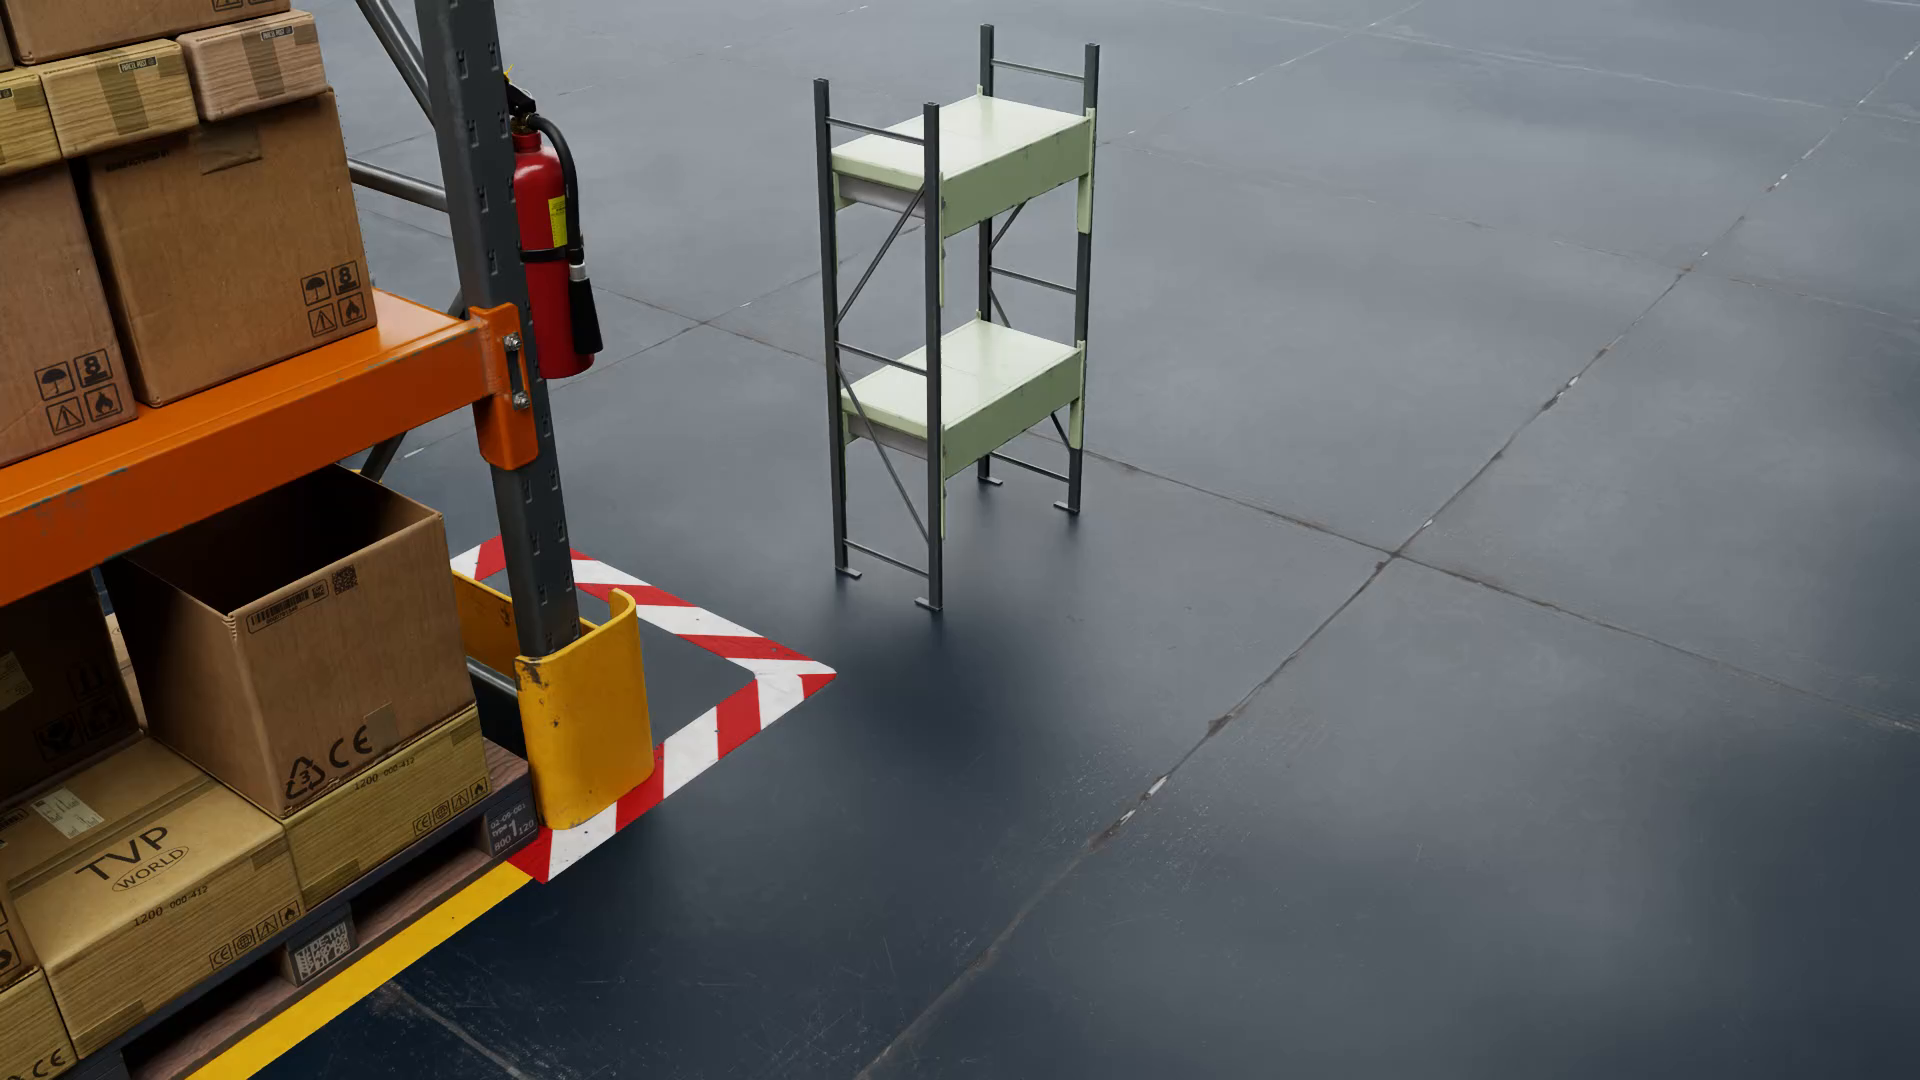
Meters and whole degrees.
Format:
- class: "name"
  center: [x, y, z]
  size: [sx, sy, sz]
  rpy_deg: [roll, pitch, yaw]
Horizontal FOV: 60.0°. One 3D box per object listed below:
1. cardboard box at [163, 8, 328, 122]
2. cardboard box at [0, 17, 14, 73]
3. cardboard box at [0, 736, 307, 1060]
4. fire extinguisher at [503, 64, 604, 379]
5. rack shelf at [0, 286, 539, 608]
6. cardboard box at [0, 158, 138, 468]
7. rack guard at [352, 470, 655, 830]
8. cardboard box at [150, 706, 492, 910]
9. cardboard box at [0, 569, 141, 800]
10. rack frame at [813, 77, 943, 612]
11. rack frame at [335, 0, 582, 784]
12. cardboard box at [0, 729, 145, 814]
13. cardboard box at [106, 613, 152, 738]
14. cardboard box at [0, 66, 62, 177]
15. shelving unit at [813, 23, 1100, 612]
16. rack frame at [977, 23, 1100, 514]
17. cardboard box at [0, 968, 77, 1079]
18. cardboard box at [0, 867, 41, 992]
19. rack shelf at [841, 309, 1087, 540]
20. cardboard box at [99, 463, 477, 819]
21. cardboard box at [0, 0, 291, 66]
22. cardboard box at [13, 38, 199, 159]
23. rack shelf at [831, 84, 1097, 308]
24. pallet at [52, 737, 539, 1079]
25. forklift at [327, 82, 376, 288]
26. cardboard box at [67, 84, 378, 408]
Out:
- class: "cardboard box"
  center: [-1.419, -0.917, 3.121]
  size: [0.380, 0.149, 0.250]
  rpy_deg: [20, 36, 31]
- class: "cardboard box"
  center: [-1.977, -0.987, 2.603]
  size: [0.700, 0.500, 0.500]
  rpy_deg: [20, 36, 30]
- class: "cardboard box"
  center: [-1.720, 0.709, 3.396]
  size: [0.500, 0.250, 0.500]
  rpy_deg: [21, 37, 31]
- class: "fire extinguisher"
  center: [-0.898, -0.681, 3.532]
  size: [0.296, 0.674, 0.183]
  rpy_deg: [21, 37, 31]
- class: "rack shelf"
  center: [-2.547, 0.313, 2.485]
  size: [1.077, 0.370, 4.000]
  rpy_deg: [21, 37, 31]
- class: "cardboard box"
  center: [-1.945, -0.451, 2.971]
  size: [0.700, 0.500, 0.500]
  rpy_deg: [22, 37, 32]
- class: "rack guard"
  center: [-1.325, 0.257, 4.327]
  size: [1.175, 0.500, 0.348]
  rpy_deg: [21, 37, 31]
- class: "cardboard box"
  center: [-1.428, 0.502, 3.746]
  size: [0.500, 0.250, 0.500]
  rpy_deg: [21, 37, 31]
- class: "cardboard box"
  center: [-2.141, 0.224, 3.479]
  size: [0.500, 0.500, 0.500]
  rpy_deg: [21, 37, 31]
- class: "rack frame"
  center: [-0.217, -0.499, 4.621]
  size: [0.400, 1.500, 0.023]
  rpy_deg: [21, 37, 31]
- class: "rack frame"
  center: [-1.340, -0.809, 3.673]
  size: [1.000, 3.000, 0.127]
  rpy_deg: [21, 37, 31]
- class: "cardboard box"
  center: [-2.140, 0.547, 3.670]
  size: [0.500, 0.250, 0.500]
  rpy_deg: [21, 37, 31]
- class: "cardboard box"
  center: [-1.841, 0.343, 4.015]
  size: [0.500, 0.250, 0.500]
  rpy_deg: [21, 37, 31]
- class: "cardboard box"
  center: [-1.730, -0.706, 2.765]
  size: [0.380, 0.149, 0.250]
  rpy_deg: [21, 36, 31]
- class: "shelving unit"
  center: [0.004, -0.648, 4.872]
  size: [0.431, 1.500, 0.755]
  rpy_deg: [21, 37, 31]
- class: "rack frame"
  center: [0.225, -0.797, 5.123]
  size: [0.400, 1.500, 0.023]
  rpy_deg: [21, 37, 31]
- class: "cardboard box"
  center: [-2.021, 0.913, 3.053]
  size: [0.500, 0.250, 0.500]
  rpy_deg: [21, 37, 31]
- class: "cardboard box"
  center: [-2.018, 0.591, 2.860]
  size: [0.500, 0.500, 0.500]
  rpy_deg: [21, 37, 31]
- class: "rack shelf"
  center: [0.004, -0.367, 5.038]
  size: [0.431, 0.370, 0.720]
  rpy_deg: [21, 37, 31]
- class: "cardboard box"
  center: [-1.426, 0.180, 3.553]
  size: [0.500, 0.500, 0.500]
  rpy_deg: [21, 37, 31]
- class: "cardboard box"
  center: [-1.664, -1.203, 2.967]
  size: [0.700, 0.500, 0.500]
  rpy_deg: [21, 37, 31]
- class: "cardboard box"
  center: [-1.576, -0.810, 2.941]
  size: [0.380, 0.149, 0.250]
  rpy_deg: [22, 37, 32]
- class: "rack shelf"
  center: [0.004, -0.984, 4.673]
  size: [0.431, 0.370, 0.720]
  rpy_deg: [21, 37, 31]
- class: "pallet"
  center: [-1.768, 0.714, 3.838]
  size: [1.003, 0.211, 1.213]
  rpy_deg: [21, 37, 31]
- class: "forklift"
  center: [-3.617, -1.612, 5.096]
  size: [3.031, 2.935, 1.130]
  rpy_deg: [-6, 31, -11]
- class: "cardboard box"
  center: [-1.632, -0.666, 3.334]
  size: [0.700, 0.500, 0.500]
  rpy_deg: [21, 37, 31]
